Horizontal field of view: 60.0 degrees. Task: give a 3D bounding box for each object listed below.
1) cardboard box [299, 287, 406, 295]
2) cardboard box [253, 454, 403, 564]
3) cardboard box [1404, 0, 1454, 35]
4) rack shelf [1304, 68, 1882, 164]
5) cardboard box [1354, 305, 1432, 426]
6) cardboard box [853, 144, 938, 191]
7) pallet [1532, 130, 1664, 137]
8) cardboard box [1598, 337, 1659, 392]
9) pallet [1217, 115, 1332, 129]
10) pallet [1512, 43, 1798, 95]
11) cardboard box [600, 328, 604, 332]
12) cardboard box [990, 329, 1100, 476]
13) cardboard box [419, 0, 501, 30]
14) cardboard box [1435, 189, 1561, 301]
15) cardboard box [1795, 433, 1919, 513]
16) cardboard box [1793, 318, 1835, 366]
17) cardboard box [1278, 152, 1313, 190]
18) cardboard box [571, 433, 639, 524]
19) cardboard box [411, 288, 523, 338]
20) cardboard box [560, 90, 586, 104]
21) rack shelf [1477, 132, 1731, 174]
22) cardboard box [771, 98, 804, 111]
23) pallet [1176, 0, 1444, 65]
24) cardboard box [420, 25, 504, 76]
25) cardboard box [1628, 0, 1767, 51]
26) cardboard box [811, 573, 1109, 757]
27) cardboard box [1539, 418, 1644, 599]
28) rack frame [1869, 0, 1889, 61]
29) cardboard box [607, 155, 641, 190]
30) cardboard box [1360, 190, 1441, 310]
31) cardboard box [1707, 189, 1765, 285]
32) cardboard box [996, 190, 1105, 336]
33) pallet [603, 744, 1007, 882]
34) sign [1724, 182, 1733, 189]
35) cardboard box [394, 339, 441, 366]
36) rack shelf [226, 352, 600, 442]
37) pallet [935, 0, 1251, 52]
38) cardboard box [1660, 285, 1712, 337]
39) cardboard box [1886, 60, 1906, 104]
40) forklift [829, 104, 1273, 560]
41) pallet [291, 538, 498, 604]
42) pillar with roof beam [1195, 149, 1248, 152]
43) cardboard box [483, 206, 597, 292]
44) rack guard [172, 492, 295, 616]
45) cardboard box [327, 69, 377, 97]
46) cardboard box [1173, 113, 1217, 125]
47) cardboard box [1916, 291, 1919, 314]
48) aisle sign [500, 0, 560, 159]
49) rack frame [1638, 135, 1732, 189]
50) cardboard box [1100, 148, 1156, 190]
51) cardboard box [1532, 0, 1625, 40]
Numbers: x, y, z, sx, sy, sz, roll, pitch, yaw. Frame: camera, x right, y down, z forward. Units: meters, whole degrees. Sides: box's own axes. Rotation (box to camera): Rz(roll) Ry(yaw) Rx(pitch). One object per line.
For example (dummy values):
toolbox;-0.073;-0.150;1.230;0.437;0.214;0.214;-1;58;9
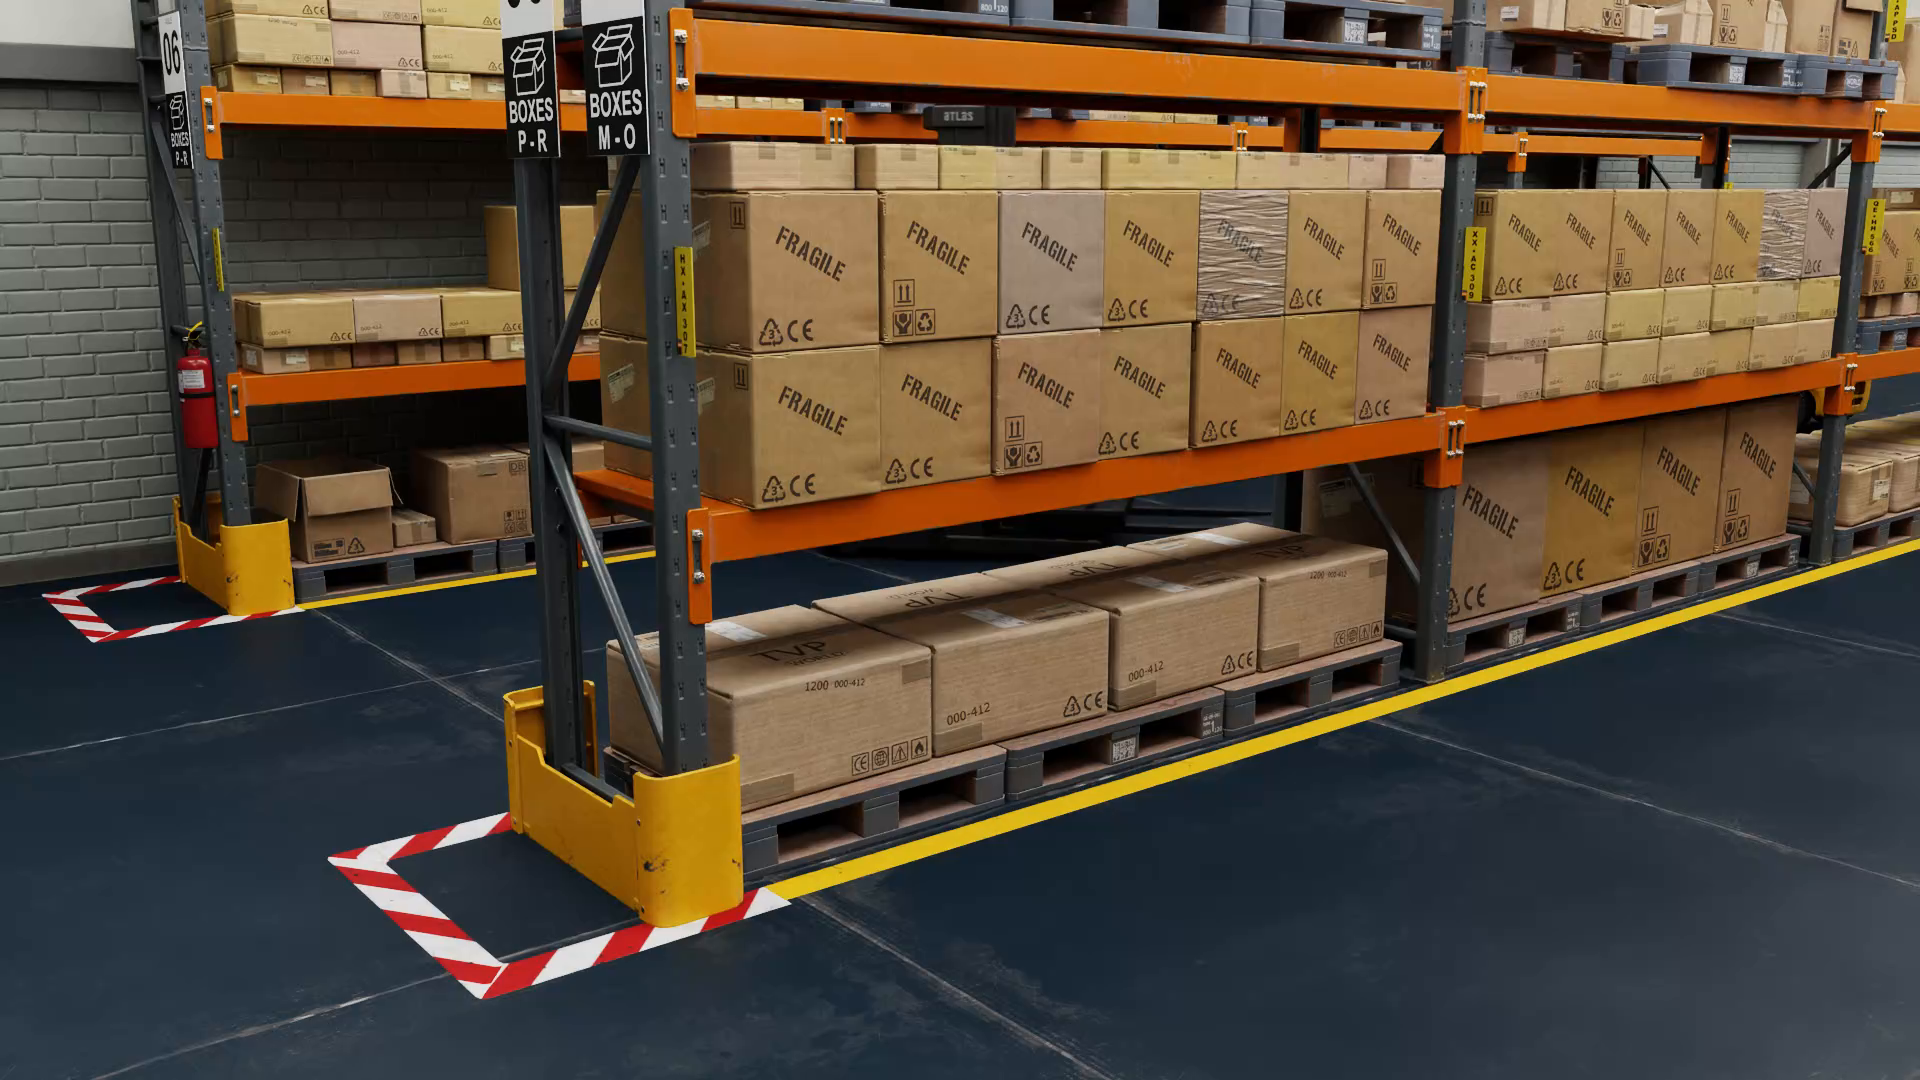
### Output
cardboard box;-3.676;-1.391;10.101;0.500;0.250;0.500;-9;15;-37
cardboard box;-3.736;-0.197;9.836;0.637;0.503;0.797;-10;16;-40
cardboard box;2.511;-2.641;8.327;0.500;0.311;0.500;-9;15;-38
rack shelf;3.516;-2.238;8.959;4.000;0.370;1.077;-9;15;-38
cardboard box;1.752;-0.811;7.485;0.500;0.500;0.500;-9;15;-37
cardboard box;-0.284;-1.262;5.639;0.250;0.149;0.380;-9;15;-36
pallet;6.699;-4.403;17.632;1.213;0.211;1.003;-9;15;-38
cardboard box;3.276;-0.936;8.675;0.500;0.250;0.500;-10;15;-38
pallet;2.448;-3.665;14.399;1.003;0.211;1.213;-9;15;-35
pallet;3.737;-2.520;9.007;1.213;0.211;1.003;-9;15;-35
cardboard box;-2.293;-1.305;10.659;0.250;0.149;0.380;-9;15;-37
cardboard box;0.171;-0.542;6.221;0.500;0.500;0.500;-10;15;-38
cardboard box;-2.977;-3.080;9.633;0.500;0.250;0.500;-10;15;-39
cardboard box;2.477;-1.412;7.909;0.500;0.500;0.500;-9;15;-37
cardboard box;6.096;-0.471;11.442;0.625;0.372;0.950;-10;15;-39
cardboard box;4.845;-1.201;9.927;0.500;0.250;0.500;-10;16;-40
cardboard box;1.252;-1.544;6.970;0.250;0.149;0.380;-10;15;-38
cardboard box;-2.234;-0.435;10.963;0.500;0.500;0.700;-10;16;-40
cardboard box;-2.963;-1.368;9.995;0.500;0.250;0.500;-10;15;-39
cardboard box;-2.429;-2.713;10.069;0.250;0.149;0.380;-9;15;-37
rack shelf;6.659;-4.081;17.637;4.000;0.370;1.077;-9;15;-38
cardboard box;-1.246;-2.918;11.032;0.250;0.149;0.380;-10;15;-38
pallet;1.309;-2.183;7.180;1.213;0.211;1.003;-9;15;-38
cardboard box;-2.964;-2.835;9.684;0.500;0.250;0.500;-10;16;-39
cardboard box;3.883;-2.828;8.754;0.500;0.500;0.500;-9;15;-37
cardboard box;-0.007;0.481;6.798;0.875;0.438;0.875;-9;15;-36
cardboard box;3.089;-0.242;9.149;0.875;0.875;0.875;-9;15;-36
rack frame;5.078;-4.317;9.795;0.127;3.000;1.000;-9;15;-38
cardboard box;-1.014;-1.279;5.720;0.250;0.149;0.380;-9;15;-37
cardboard box;1.758;-1.296;7.360;0.500;0.500;0.500;-10;15;-38
cardboard box;4.050;-1.680;9.170;0.500;0.500;0.500;-9;15;-38
cardboard box;0.180;-1.035;6.133;0.500;0.500;0.500;-10;15;-38
pallet;-0.594;0.903;6.368;1.213;0.211;1.003;-9;15;-38
sign;8.549;-3.818;18.528;0.005;0.325;0.100;-9;15;-38
cardboard box;-3.256;-1.127;9.822;0.250;0.149;0.380;-9;15;-36
rack shelf;-2.711;-1.057;10.616;4.000;0.370;1.077;-9;15;-38
pallet;0.357;-2.026;6.438;1.213;0.211;1.003;-9;15;-38
cardboard box;3.668;-1.245;8.930;0.500;0.250;0.500;-10;16;-39
cardboard box;5.629;-2.831;10.339;0.258;0.266;0.396;-9;15;-38
forklift;0.628;-1.387;10.604;3.031;2.935;1.130;2;12;9
pallet;-3.592;0.102;10.143;1.213;0.211;1.003;-9;15;-38
pillar with roof beam;5.118;-4.739;11.781;0.400;9.000;9.100;-9;15;-38
cardboard box;-2.579;-1.798;10.214;0.500;0.500;0.500;-9;15;-36
rack guard;-4.214;0.064;9.625;0.348;0.500;1.175;-9;15;-38
cardboard box;-3.479;-2.566;9.374;0.250;0.149;0.380;-9;15;-37
cardboard box;1.725;-3.475;13.412;0.500;0.250;0.500;-10;16;-40
cardboard box;6.160;-1.569;10.889;0.250;0.149;0.380;-9;15;-37
aisle sign;-1.419;-1.657;5.452;0.004;0.787;0.394;-9;15;-38
rack frame;8.221;-3.225;19.096;0.127;3.000;1.000;-9;15;-38
cardboard box;0.518;-1.395;6.269;0.250;0.149;0.380;-10;16;-39
cardboard box;2.824;-2.652;7.926;0.500;0.500;0.500;-10;15;-39
